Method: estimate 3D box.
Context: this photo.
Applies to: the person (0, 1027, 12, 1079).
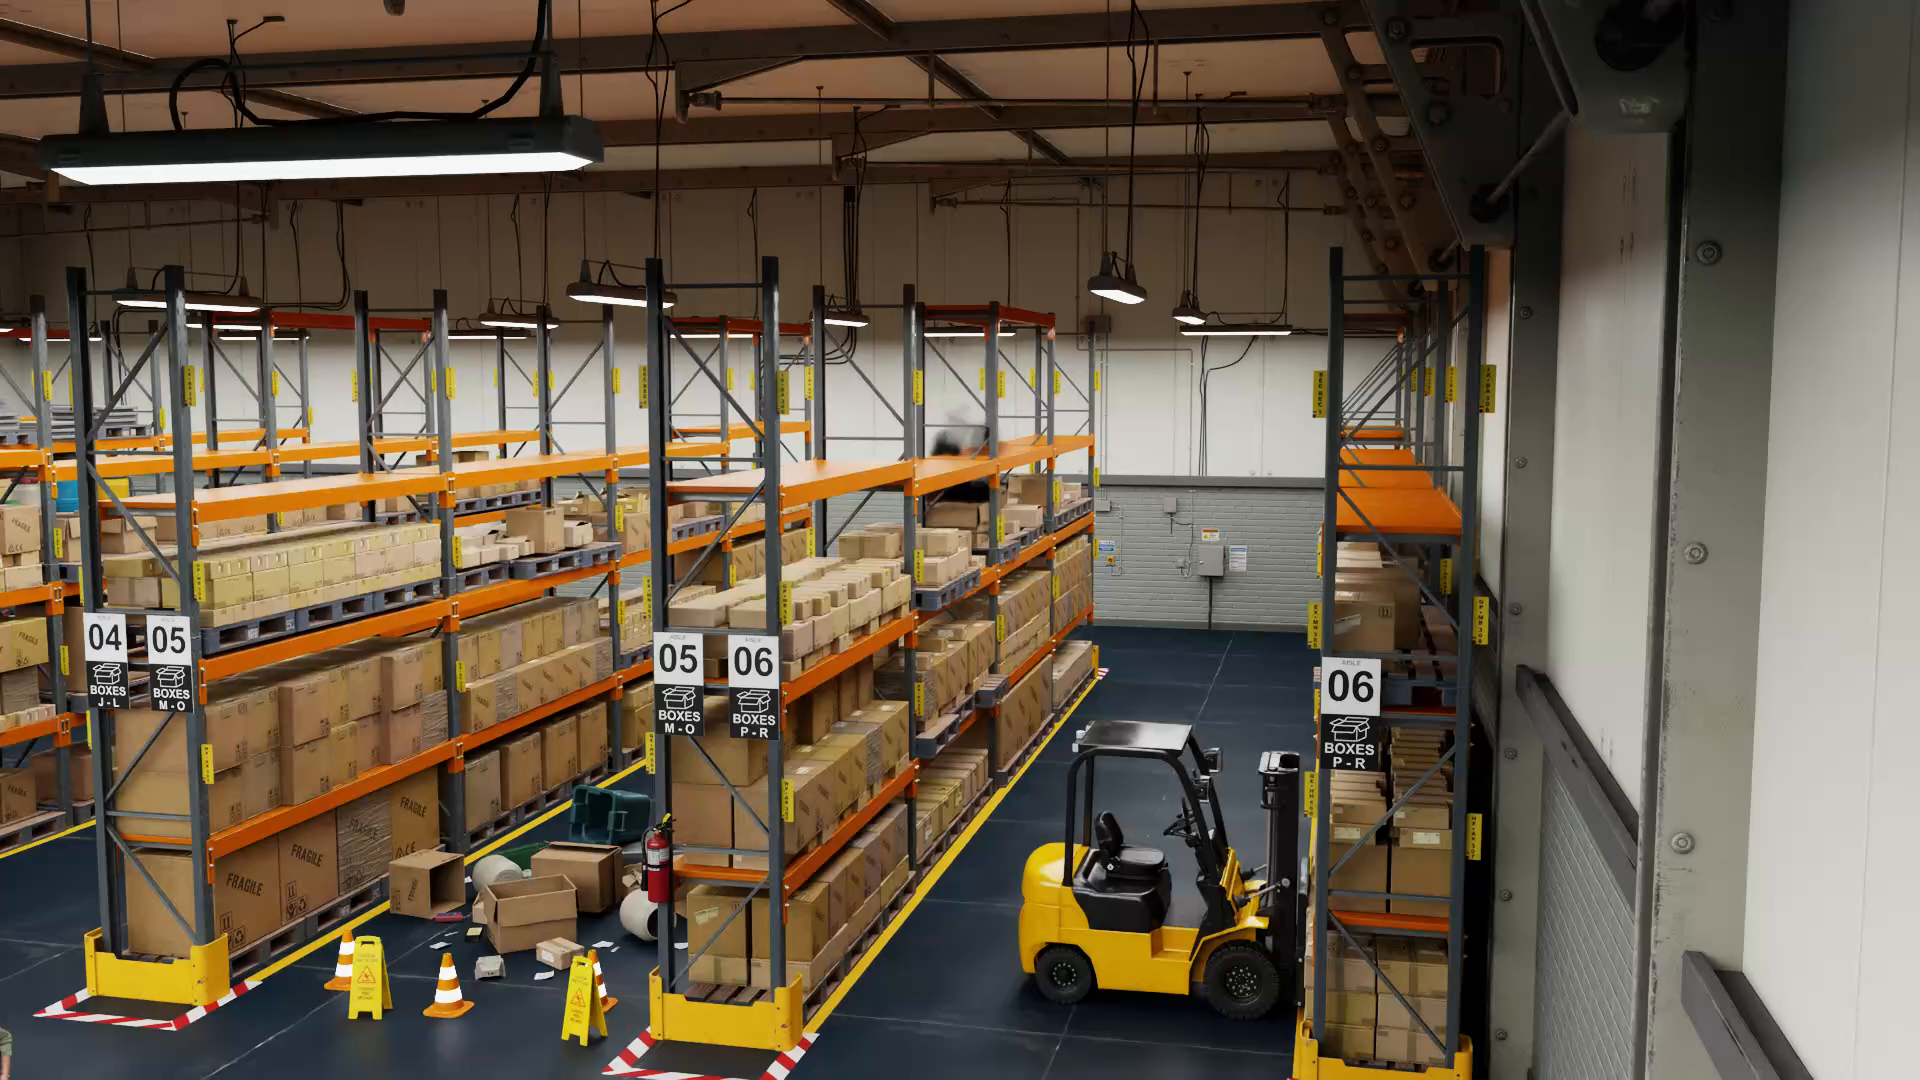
[{"bbox_3d":[-5.898,3.404,9.808,0.546,1.604,0.690,-3,6,-26],"label":"person"}]
